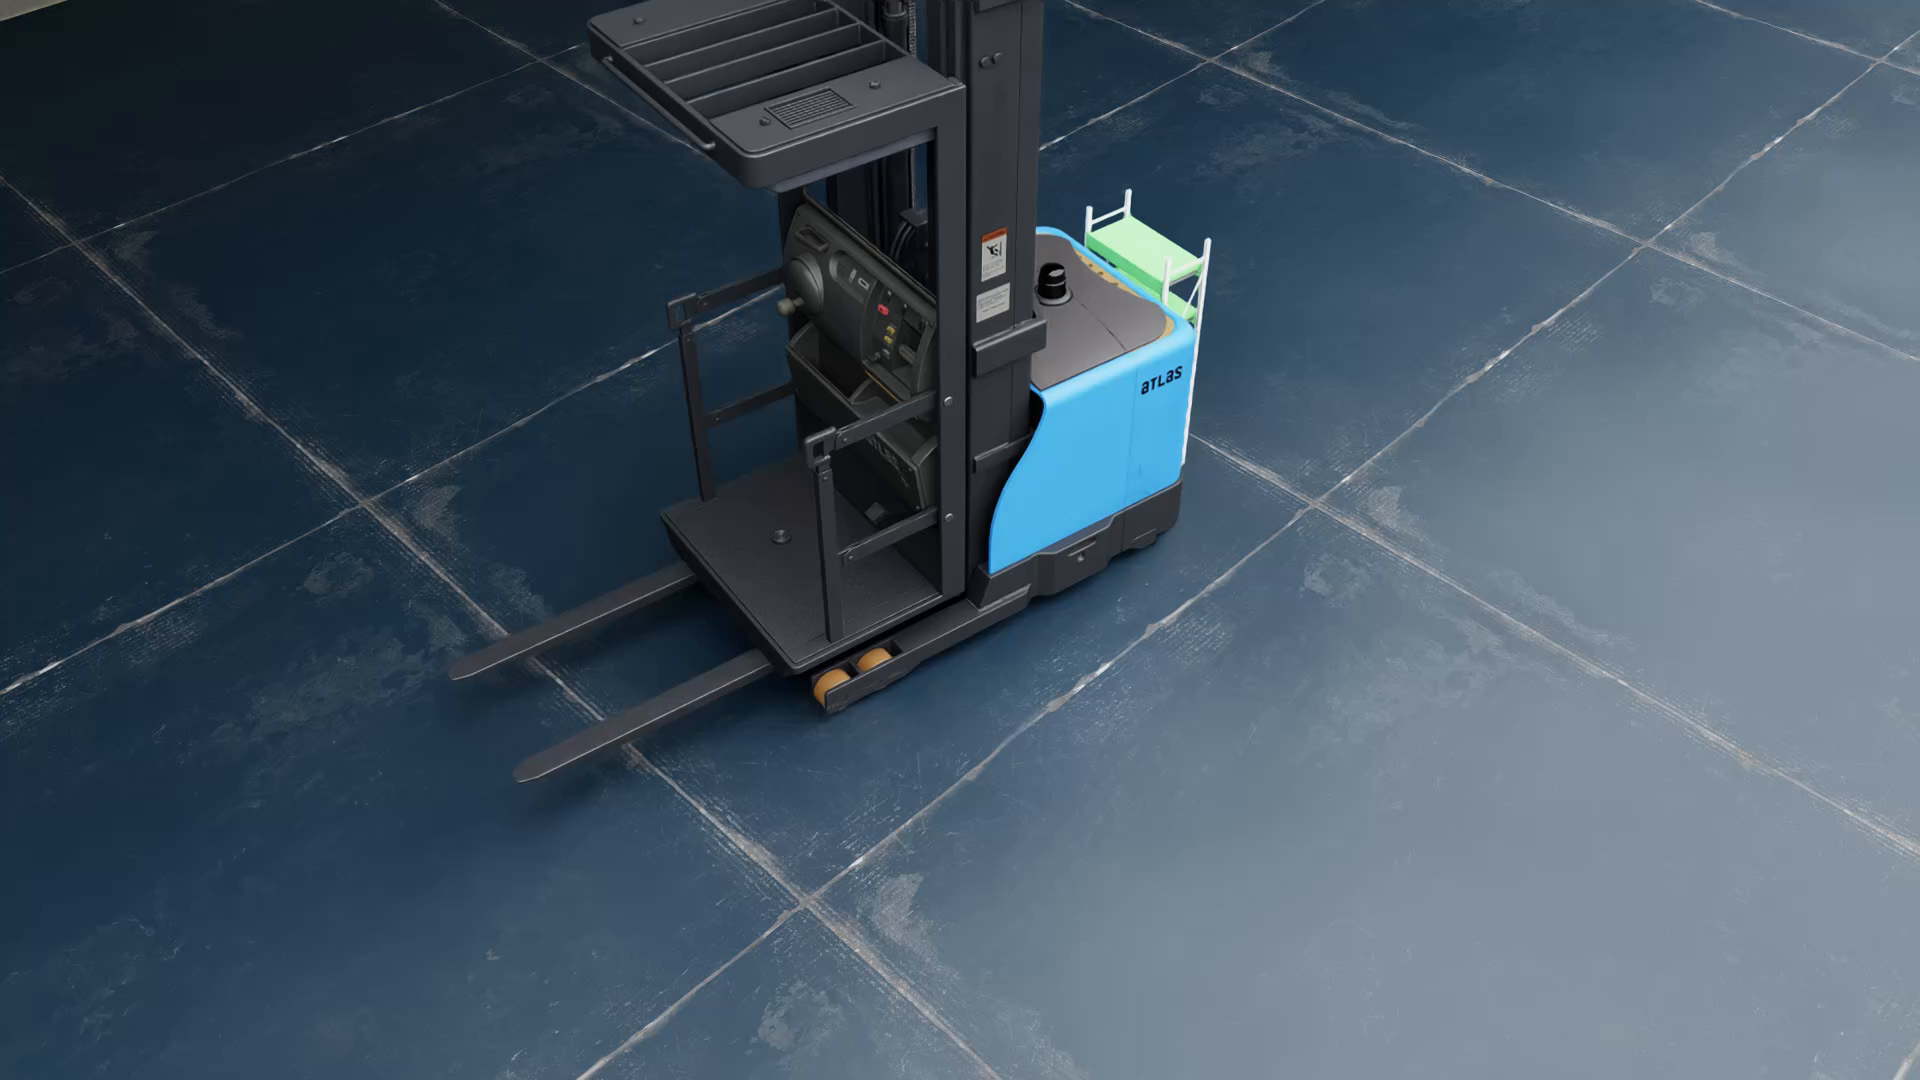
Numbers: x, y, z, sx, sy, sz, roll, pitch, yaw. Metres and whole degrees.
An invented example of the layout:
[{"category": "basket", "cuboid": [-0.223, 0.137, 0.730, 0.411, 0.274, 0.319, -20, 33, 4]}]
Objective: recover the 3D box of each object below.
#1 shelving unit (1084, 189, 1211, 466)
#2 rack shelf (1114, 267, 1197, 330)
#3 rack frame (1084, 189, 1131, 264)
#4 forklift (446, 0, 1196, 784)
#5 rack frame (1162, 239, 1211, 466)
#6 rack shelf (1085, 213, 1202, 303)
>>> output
[{"category": "shelving unit", "cuboid": [0.781, -0.874, 7.312, 0.258, 1.200, 0.503, -27, 49, -27]}, {"category": "rack shelf", "cuboid": [0.781, -1.004, 7.193, 0.258, 0.148, 0.480, -27, 49, -27]}, {"category": "rack frame", "cuboid": [0.632, -1.006, 7.454, 0.240, 1.200, 0.015, -27, 49, -27]}, {"category": "forklift", "cuboid": [-0.544, -0.816, 5.973, 3.031, 2.935, 1.130, -26, 49, -25]}, {"category": "rack frame", "cuboid": [0.929, -0.743, 7.170, 0.240, 1.200, 0.015, -27, 49, -27]}, {"category": "rack shelf", "cuboid": [0.781, -1.180, 7.030, 0.258, 0.148, 0.480, -27, 49, -27]}]
